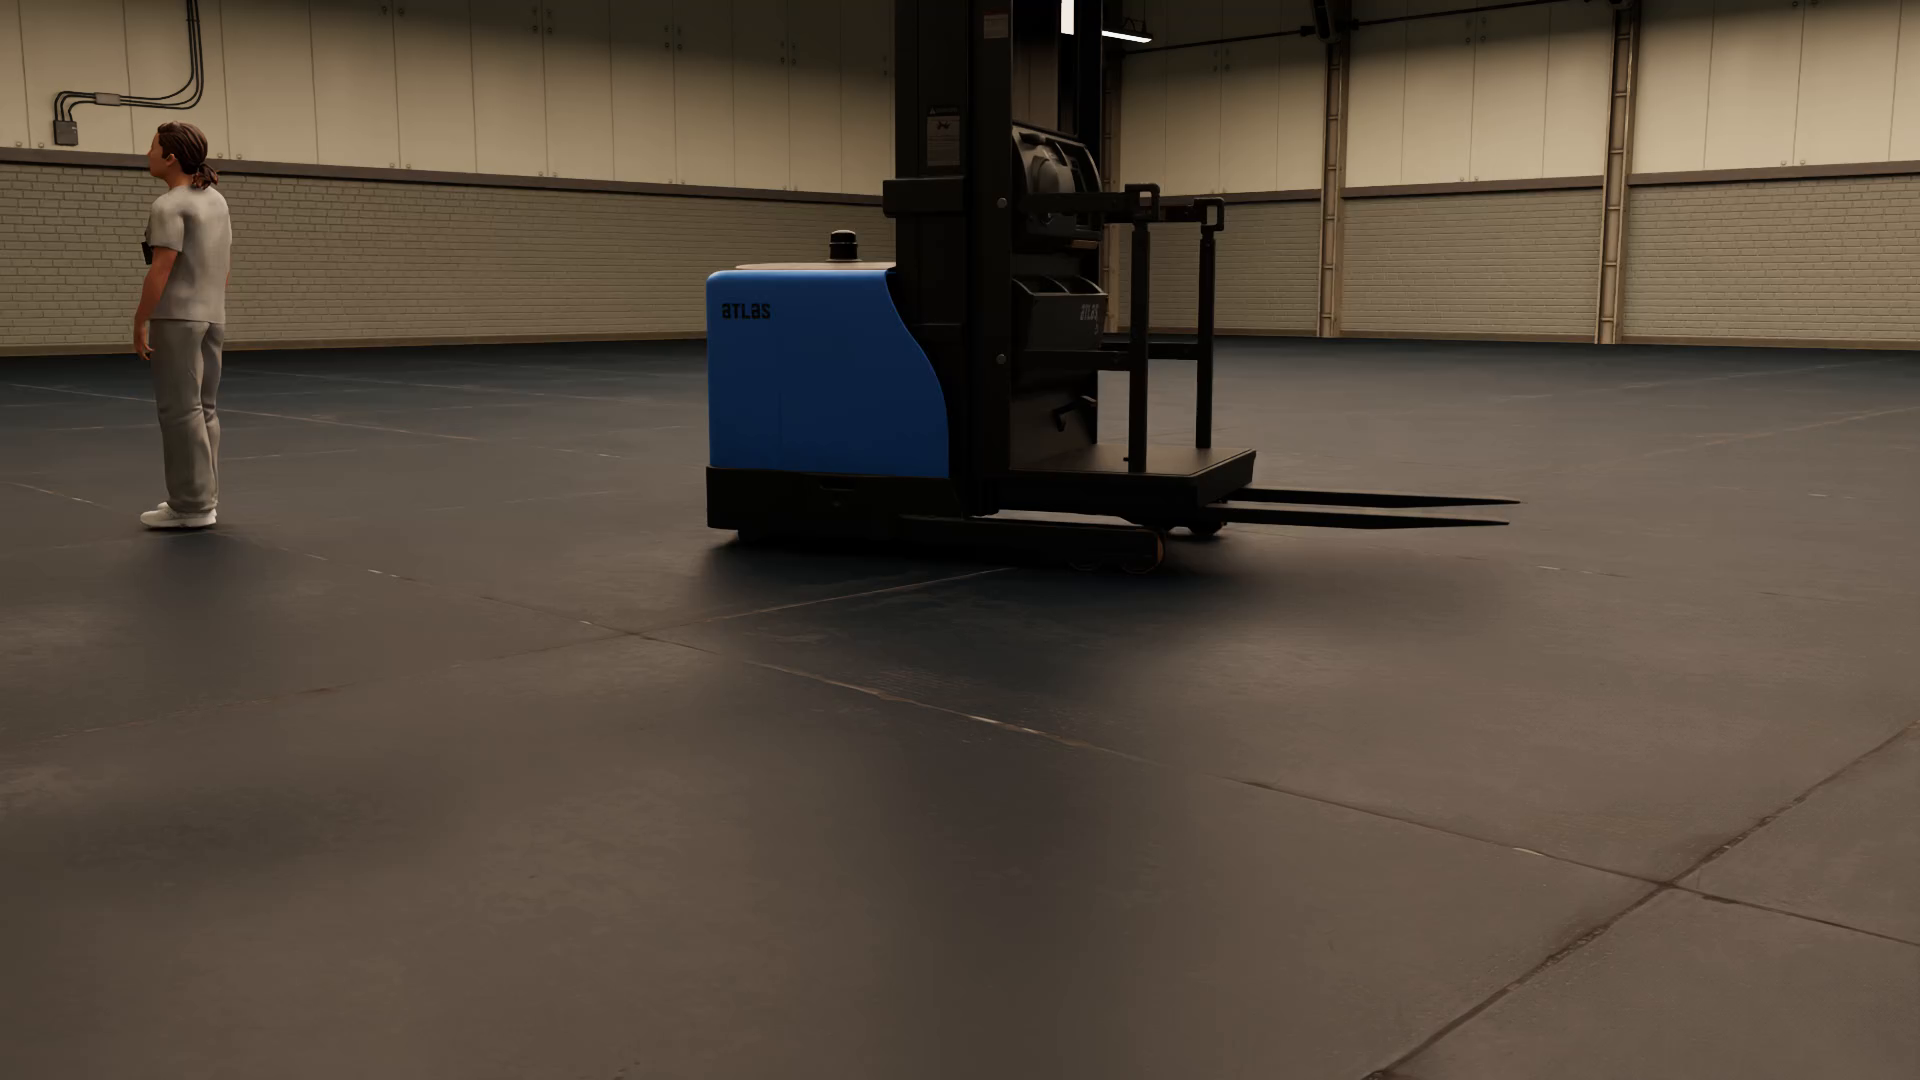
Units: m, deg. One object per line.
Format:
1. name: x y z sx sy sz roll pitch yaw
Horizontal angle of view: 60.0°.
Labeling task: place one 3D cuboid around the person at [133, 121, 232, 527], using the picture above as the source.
1. person: -3.296 -0.889 6.947 0.548 1.673 0.550 1 9 7

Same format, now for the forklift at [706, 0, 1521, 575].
1. forklift: 0.565 -1.416 6.275 3.031 2.935 1.130 3 9 22
